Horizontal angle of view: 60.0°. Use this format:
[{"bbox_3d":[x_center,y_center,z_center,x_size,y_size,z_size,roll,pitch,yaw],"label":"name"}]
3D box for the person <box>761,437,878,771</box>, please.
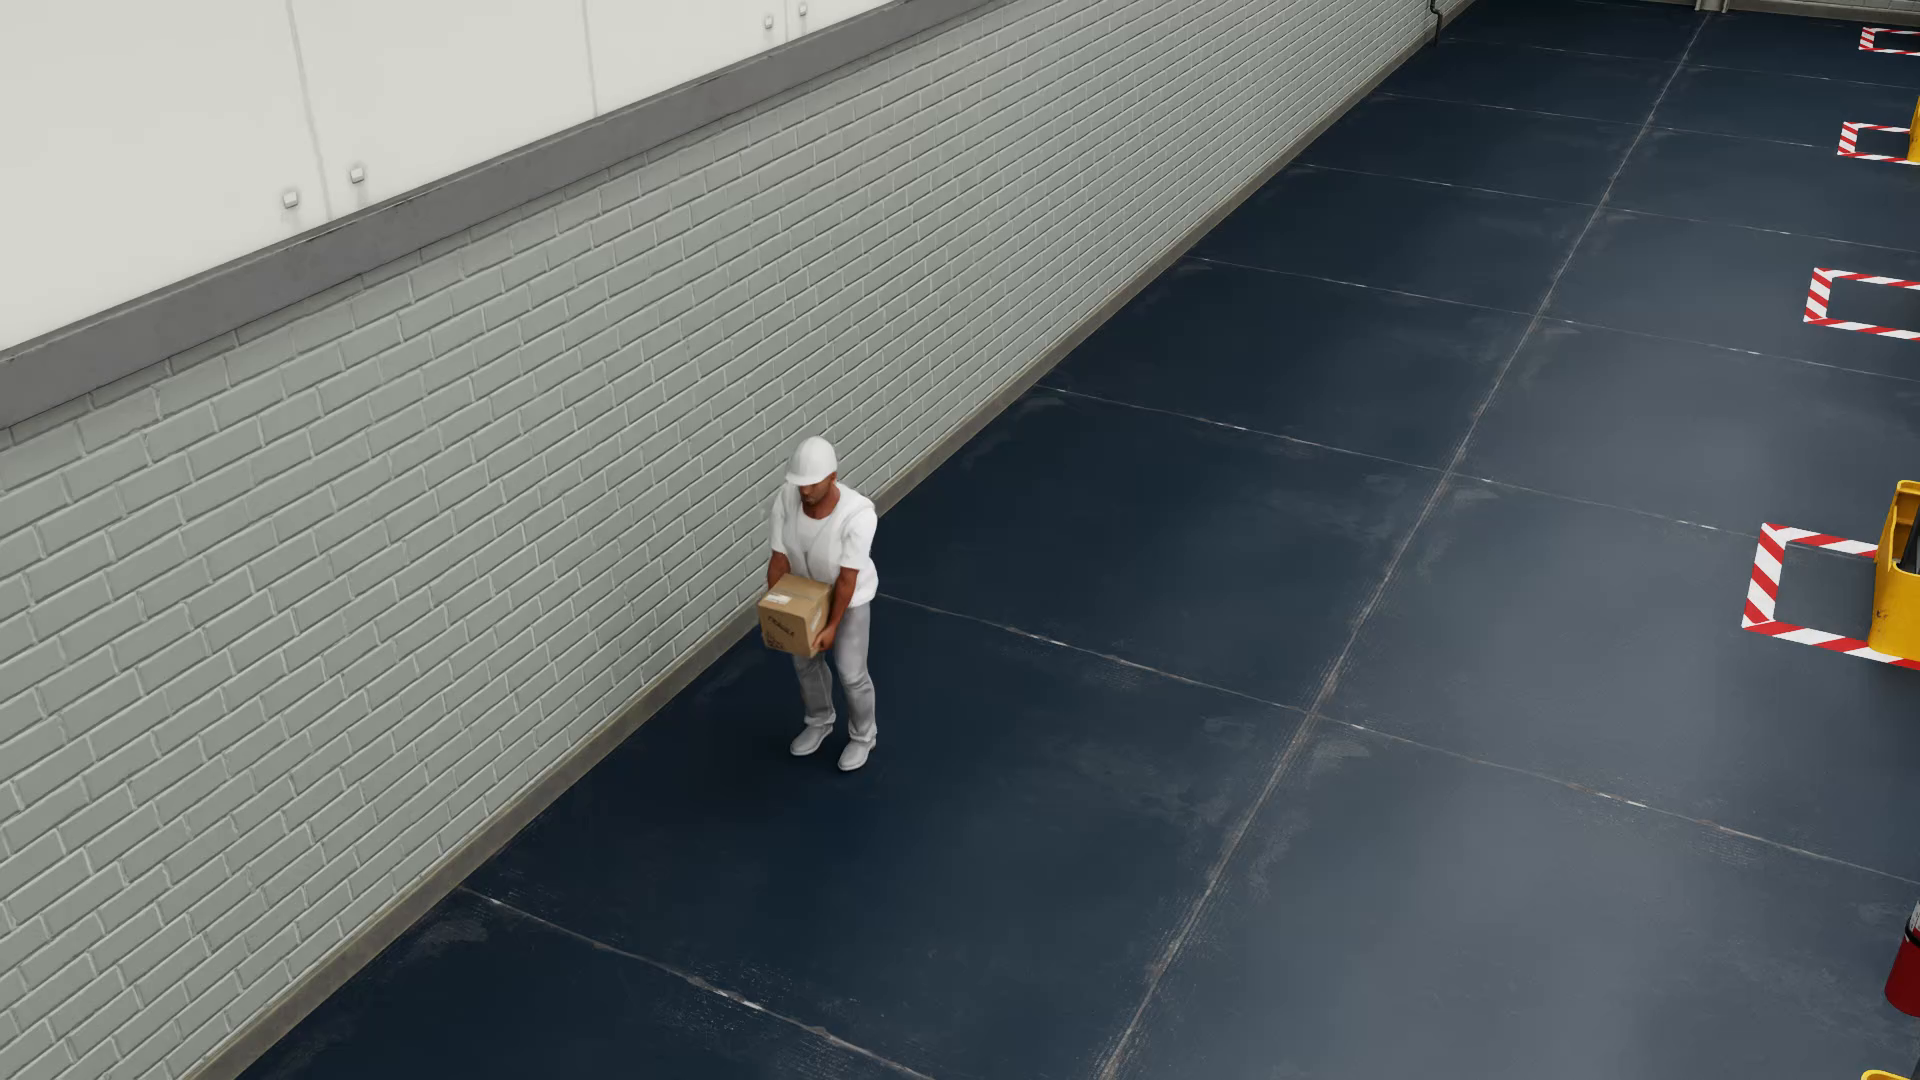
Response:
[{"bbox_3d":[-0.641,0.311,7.745,0.501,1.746,0.592,14,33,22],"label":"person"}]
